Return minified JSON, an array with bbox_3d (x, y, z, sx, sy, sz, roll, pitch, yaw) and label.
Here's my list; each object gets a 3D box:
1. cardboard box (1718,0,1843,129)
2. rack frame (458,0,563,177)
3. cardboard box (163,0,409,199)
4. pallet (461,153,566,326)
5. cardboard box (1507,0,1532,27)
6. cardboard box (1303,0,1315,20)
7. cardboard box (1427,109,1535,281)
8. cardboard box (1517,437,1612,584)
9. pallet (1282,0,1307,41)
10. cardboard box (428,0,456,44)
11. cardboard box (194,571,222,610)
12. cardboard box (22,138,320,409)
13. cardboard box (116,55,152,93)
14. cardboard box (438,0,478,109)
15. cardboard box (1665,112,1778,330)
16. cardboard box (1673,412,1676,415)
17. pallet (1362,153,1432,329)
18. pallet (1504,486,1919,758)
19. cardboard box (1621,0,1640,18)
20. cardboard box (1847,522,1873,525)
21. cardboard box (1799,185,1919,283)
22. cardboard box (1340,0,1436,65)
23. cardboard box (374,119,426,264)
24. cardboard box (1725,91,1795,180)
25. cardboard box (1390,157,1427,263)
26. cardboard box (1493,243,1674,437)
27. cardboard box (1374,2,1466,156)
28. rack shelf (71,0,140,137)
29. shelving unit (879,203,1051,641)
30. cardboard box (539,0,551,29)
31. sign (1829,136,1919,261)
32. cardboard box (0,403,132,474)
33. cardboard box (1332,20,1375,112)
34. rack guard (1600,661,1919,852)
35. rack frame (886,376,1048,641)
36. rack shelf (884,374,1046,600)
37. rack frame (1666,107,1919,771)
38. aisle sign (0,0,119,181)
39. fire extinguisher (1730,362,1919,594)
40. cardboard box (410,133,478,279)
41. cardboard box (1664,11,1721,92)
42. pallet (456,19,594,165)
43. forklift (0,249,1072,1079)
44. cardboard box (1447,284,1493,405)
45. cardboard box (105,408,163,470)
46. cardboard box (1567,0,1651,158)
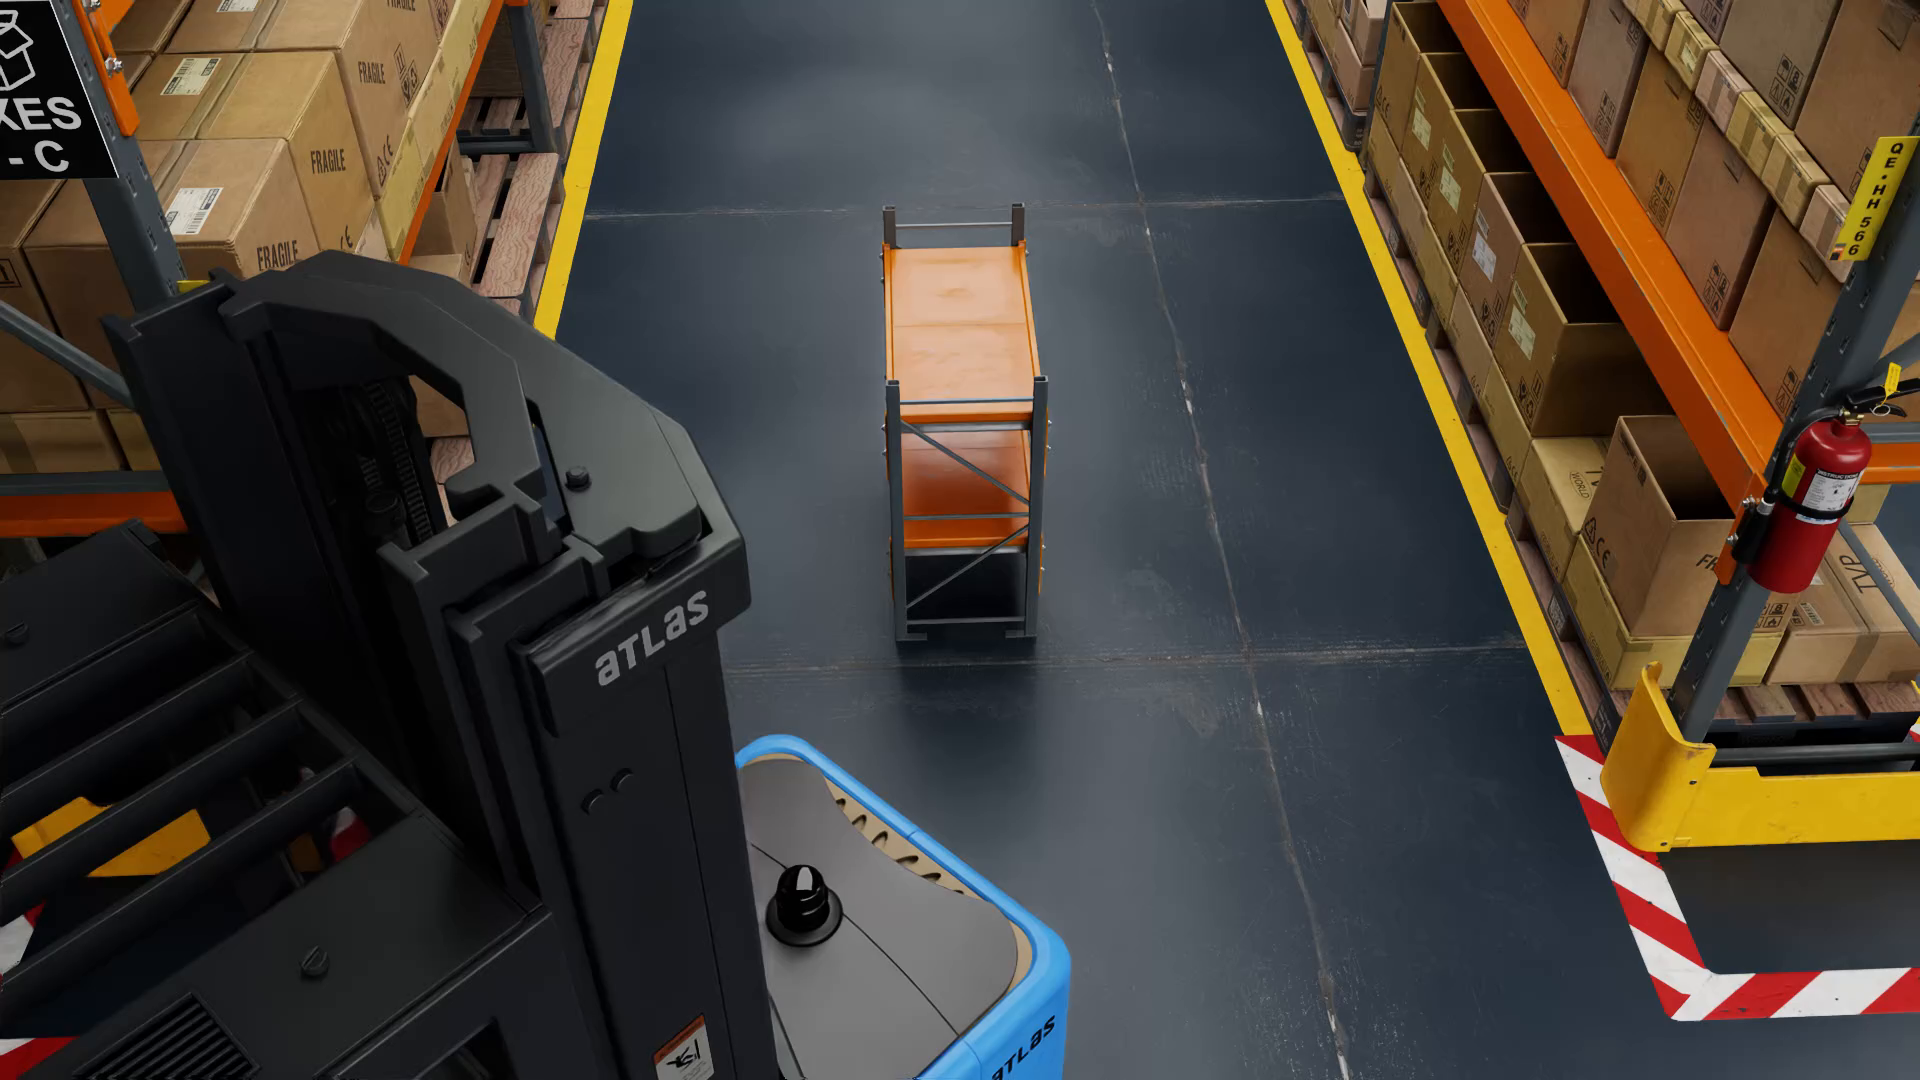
[{"bbox_3d":[2.627,-1.501,4.634,0.700,0.500,0.500,-3,43,-3],"label":"cardboard box"},{"bbox_3d":[-2.455,-2.836,7.124,1.000,3.000,0.127,-2,43,-2],"label":"rack frame"},{"bbox_3d":[-2.032,-1.378,5.074,0.500,0.500,0.500,-3,43,-3],"label":"cardboard box"},{"bbox_3d":[-2.391,-1.355,7.573,1.003,0.211,1.213,-2,43,-2],"label":"pallet"},{"bbox_3d":[2.548,-2.362,6.533,0.700,0.500,0.500,-2,43,-2],"label":"cardboard box"},{"bbox_3d":[2.145,-3.080,9.115,0.500,0.250,0.500,-1,43,-1],"label":"cardboard box"},{"bbox_3d":[2.244,-1.401,6.728,0.500,0.500,0.500,-2,43,-2],"label":"cardboard box"},{"bbox_3d":[2.313,-0.112,5.876,0.500,0.250,0.500,-2,43,-2],"label":"cardboard box"},{"bbox_3d":[2.369,-3.274,9.666,1.003,0.211,1.213,-2,43,-2],"label":"pallet"},{"bbox_3d":[-2.088,-2.077,5.837,0.500,0.500,0.500,-3,43,-3],"label":"cardboard box"},{"bbox_3d":[-2.224,0.224,5.450,0.500,0.311,0.500,-6,43,-7],"label":"cardboard box"},{"bbox_3d":[-2.005,-0.695,4.329,0.500,0.500,0.500,-2,43,-2],"label":"cardboard box"},{"bbox_3d":[-2.529,-1.016,4.680,0.500,0.500,0.500,-1,43,-1],"label":"cardboard box"},{"bbox_3d":[-2.082,-1.801,6.091,0.500,0.250,0.500,-2,43,-2],"label":"cardboard box"},{"bbox_3d":[2.630,-0.987,5.033,0.700,0.500,0.500,-1,43,-1],"label":"cardboard box"},{"bbox_3d":[2.806,-0.741,6.007,0.500,0.500,0.500,-2,43,-2],"label":"cardboard box"},{"bbox_3d":[2.486,-1.414,7.637,1.003,0.211,1.213,-2,43,-2],"label":"pallet"},{"bbox_3d":[2.590,0.233,5.840,1.003,0.211,1.213,-2,43,-2],"label":"pallet"},{"bbox_3d":[2.390,-1.856,5.500,0.380,0.149,0.250,-2,43,-2],"label":"cardboard box"},{"bbox_3d":[2.839,-0.127,5.893,0.500,0.250,0.500,-2,43,-2],"label":"cardboard box"},{"bbox_3d":[2.458,-0.809,4.358,0.380,0.149,0.250,-2,43,-3],"label":"cardboard box"},{"bbox_3d":[2.191,-2.594,8.169,0.500,0.311,0.500,-2,43,-2],"label":"cardboard box"},{"bbox_3d":[-2.040,-1.120,5.348,0.500,0.250,0.500,-2,43,-2],"label":"cardboard box"},{"bbox_3d":[2.434,-1.158,4.739,0.380,0.149,0.250,-2,43,-2],"label":"cardboard box"},{"bbox_3d":[2.227,-1.462,7.349,0.500,0.250,0.500,-2,43,-2],"label":"cardboard box"},{"bbox_3d":[2.287,-0.726,5.991,0.500,0.500,0.500,-2,43,-2],"label":"cardboard box"},{"bbox_3d":[2.201,-2.076,7.464,0.500,0.500,0.500,-2,43,-2],"label":"cardboard box"},{"bbox_3d":[-2.370,-2.326,4.880,1.077,0.370,4.000,-2,43,-2],"label":"rack shelf"},{"bbox_3d":[0.000,-0.419,5.875,0.538,1.125,1.048,-2,43,-2],"label":"shelving unit"},{"bbox_3d":[-2.575,-2.920,8.740,0.700,0.500,0.500,-2,43,-3],"label":"cardboard box"},{"bbox_3d":[2.121,-0.788,3.858,0.100,0.325,0.005,-2,43,-2],"label":"sign"},{"bbox_3d":[-2.498,-0.397,4.560,0.500,0.250,0.500,-1,43,-1],"label":"cardboard box"},{"bbox_3d":[2.187,-2.393,8.365,0.500,0.250,0.500,-2,43,-2],"label":"cardboard box"},{"bbox_3d":[2.665,0.658,5.163,1.175,0.500,0.348,-2,43,-2],"label":"rack guard"},{"bbox_3d":[0.021,-0.076,5.500,0.500,1.125,0.032,-2,43,-2],"label":"rack frame"},{"bbox_3d":[0.000,-0.239,6.040,0.538,0.278,1.000,-2,43,-2],"label":"rack shelf"},{"bbox_3d":[2.664,-0.280,4.336,1.000,3.000,0.127,-2,43,-2],"label":"rack frame"},{"bbox_3d":[-1.982,-1.054,3.256,0.394,0.787,0.004,-2,43,-2],"label":"aisle sign"},{"bbox_3d":[2.205,-0.158,4.260,0.296,0.674,0.183,-2,43,-2],"label":"fire extinguisher"},{"bbox_3d":[-2.371,-1.377,7.057,0.500,0.500,0.500,-5,43,-5],"label":"cardboard box"},{"bbox_3d":[2.414,-1.505,5.118,0.380,0.149,0.250,0,43,0],"label":"cardboard box"},{"bbox_3d":[-2.489,-2.333,8.639,1.003,0.211,1.213,-2,43,-2],"label":"pallet"},{"bbox_3d":[-1.111,1.119,2.860,1.130,2.935,3.031,32,51,30],"label":"forklift"},{"bbox_3d":[2.270,-0.787,6.613,0.500,0.250,0.500,-2,43,-2],"label":"cardboard box"},{"bbox_3d":[-1.988,-0.426,4.591,0.500,0.250,0.500,-3,43,-3],"label":"cardboard box"},{"bbox_3d":[2.589,-1.677,5.786,0.700,0.500,0.500,0,43,-1],"label":"cardboard box"}]
